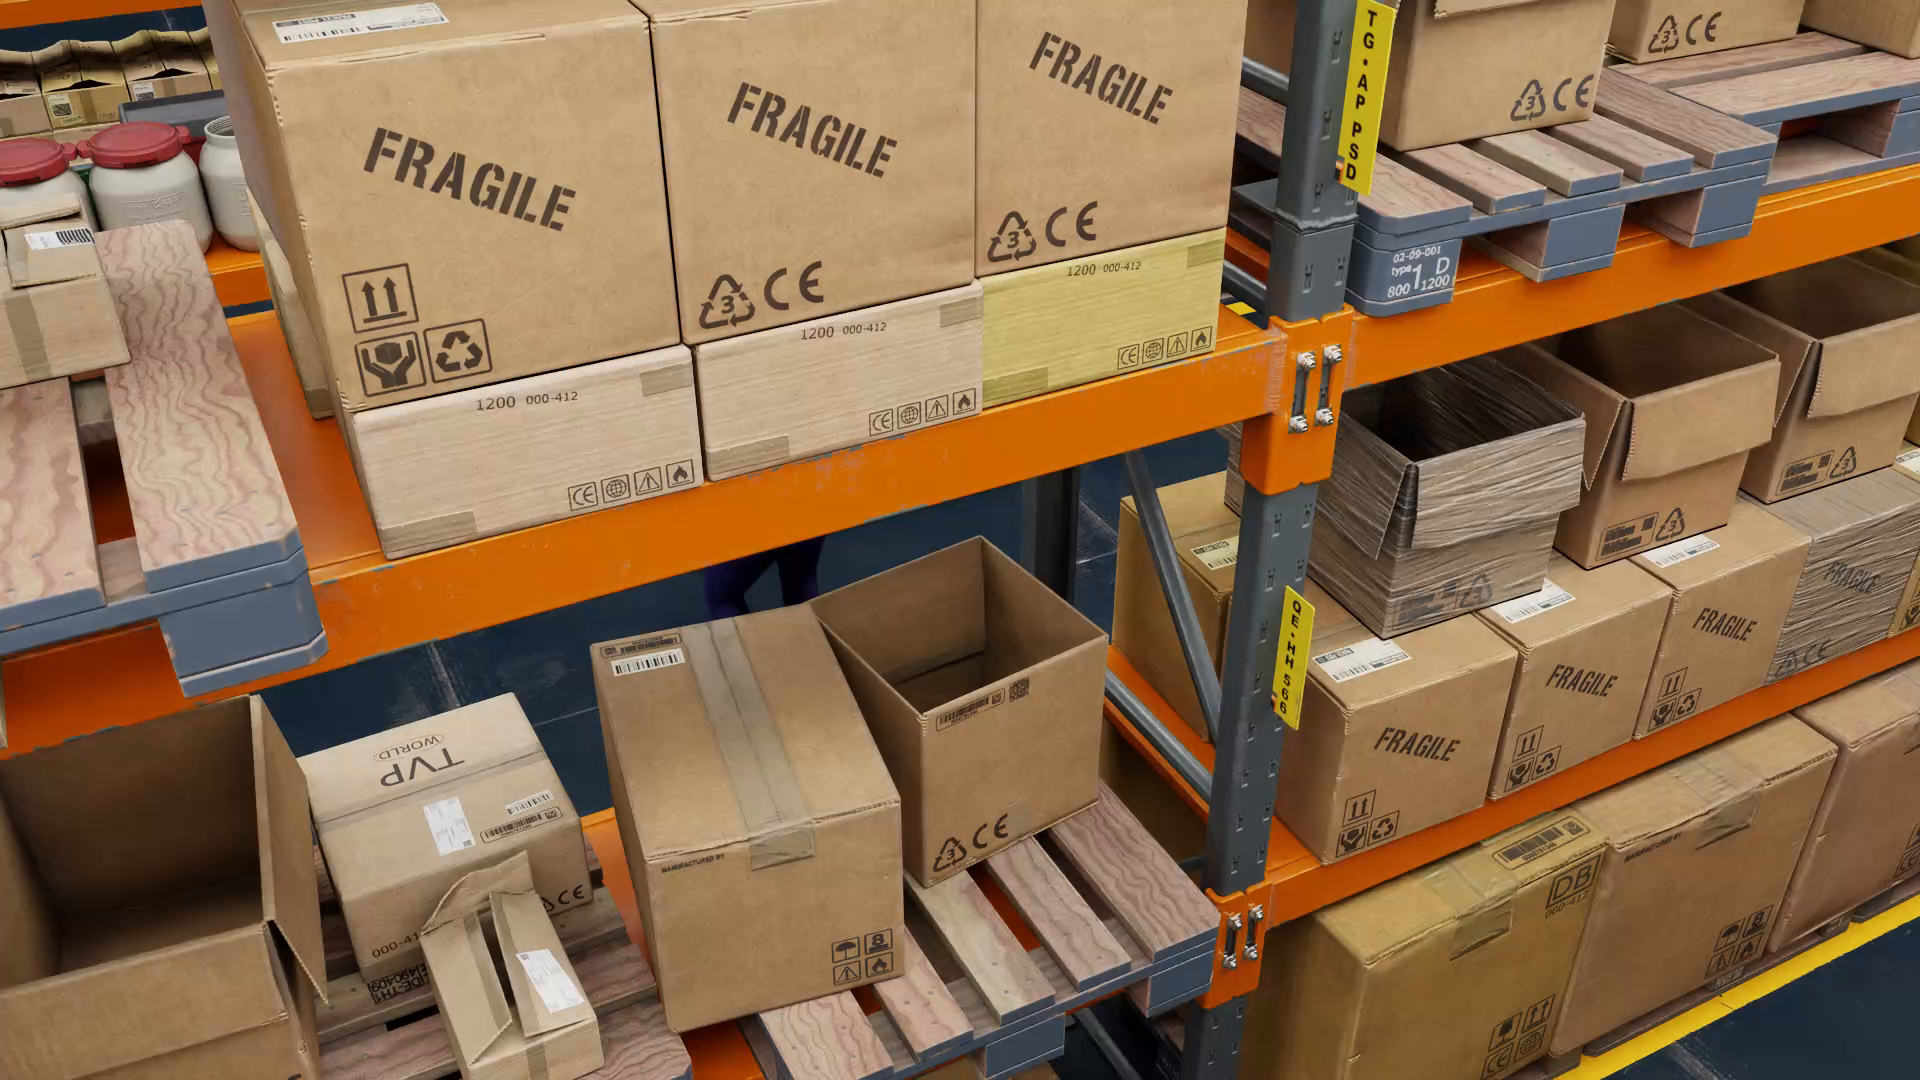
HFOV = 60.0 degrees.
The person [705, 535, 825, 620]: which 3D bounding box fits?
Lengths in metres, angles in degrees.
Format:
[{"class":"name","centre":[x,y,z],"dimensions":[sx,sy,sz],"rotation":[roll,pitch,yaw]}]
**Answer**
[{"class":"person","centre":[-0.799,0.050,6.511],"dimensions":[0.459,1.179,0.660],"rotation":[-17,37,-24]}]
